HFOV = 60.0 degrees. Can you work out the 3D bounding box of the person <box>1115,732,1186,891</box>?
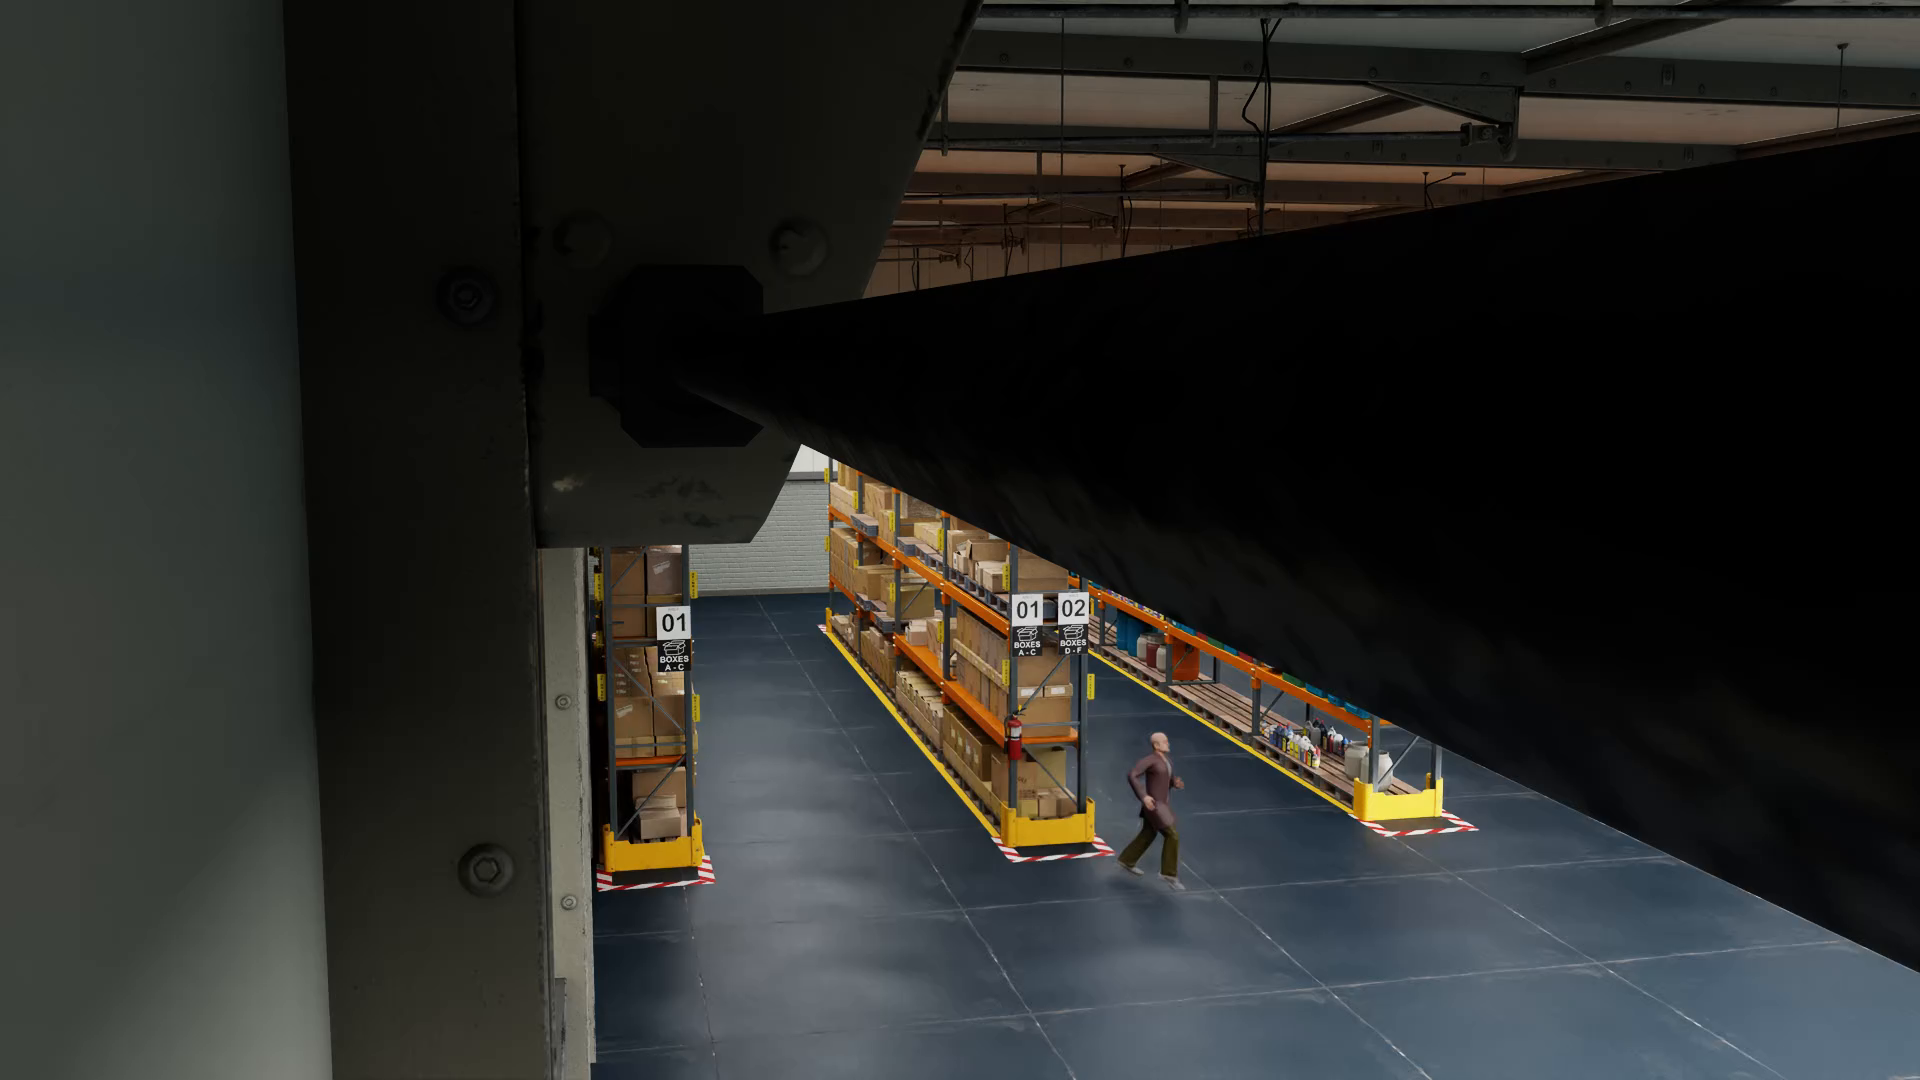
[{"bbox_3d":[2.251,3.148,19.481,0.870,1.839,0.700,2,7,16],"label":"person"}]
